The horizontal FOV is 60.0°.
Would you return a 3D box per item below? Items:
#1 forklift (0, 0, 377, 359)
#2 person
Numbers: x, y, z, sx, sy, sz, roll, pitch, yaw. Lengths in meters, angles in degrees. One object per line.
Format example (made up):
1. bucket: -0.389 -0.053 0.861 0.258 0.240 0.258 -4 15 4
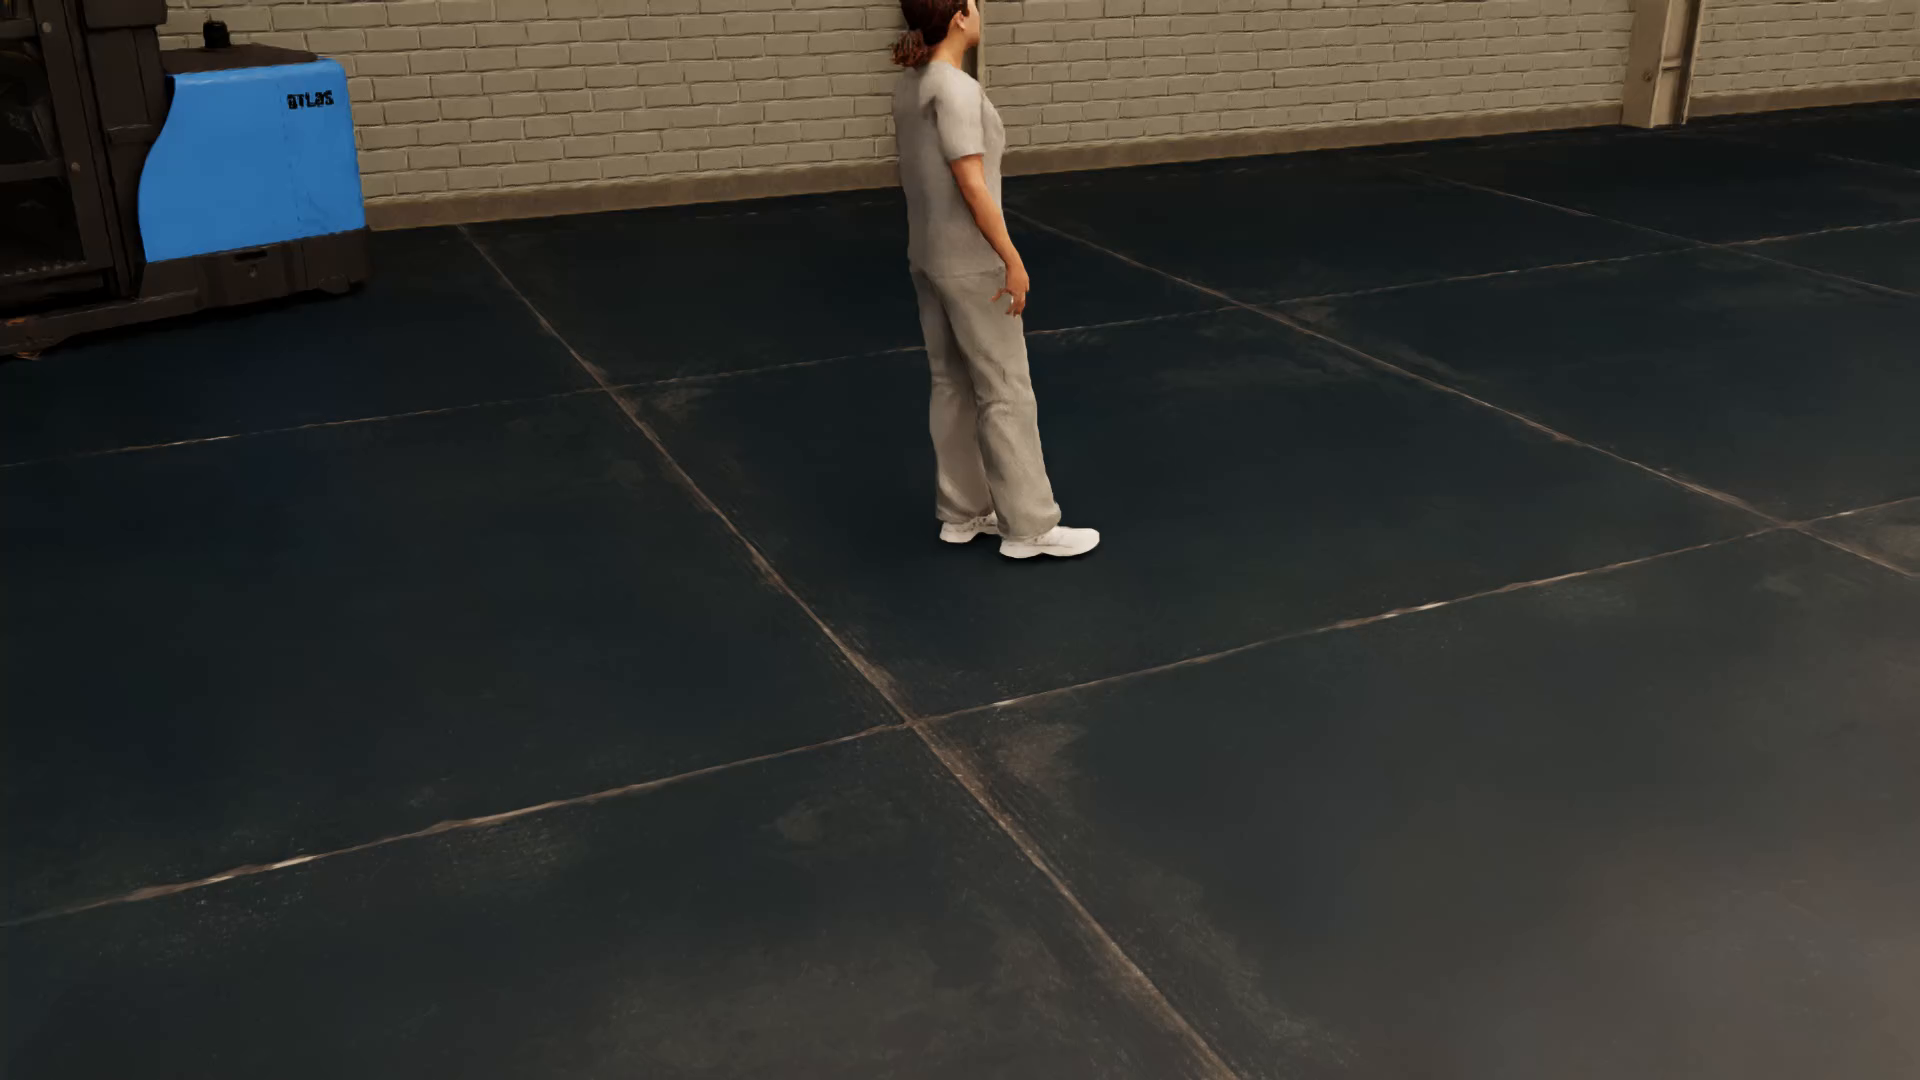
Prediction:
1. forklift: -4.191 -2.278 6.769 1.130 2.935 3.031 21 30 41
2. person: 0.073 -0.788 4.800 0.548 1.674 0.550 -10 25 -23
